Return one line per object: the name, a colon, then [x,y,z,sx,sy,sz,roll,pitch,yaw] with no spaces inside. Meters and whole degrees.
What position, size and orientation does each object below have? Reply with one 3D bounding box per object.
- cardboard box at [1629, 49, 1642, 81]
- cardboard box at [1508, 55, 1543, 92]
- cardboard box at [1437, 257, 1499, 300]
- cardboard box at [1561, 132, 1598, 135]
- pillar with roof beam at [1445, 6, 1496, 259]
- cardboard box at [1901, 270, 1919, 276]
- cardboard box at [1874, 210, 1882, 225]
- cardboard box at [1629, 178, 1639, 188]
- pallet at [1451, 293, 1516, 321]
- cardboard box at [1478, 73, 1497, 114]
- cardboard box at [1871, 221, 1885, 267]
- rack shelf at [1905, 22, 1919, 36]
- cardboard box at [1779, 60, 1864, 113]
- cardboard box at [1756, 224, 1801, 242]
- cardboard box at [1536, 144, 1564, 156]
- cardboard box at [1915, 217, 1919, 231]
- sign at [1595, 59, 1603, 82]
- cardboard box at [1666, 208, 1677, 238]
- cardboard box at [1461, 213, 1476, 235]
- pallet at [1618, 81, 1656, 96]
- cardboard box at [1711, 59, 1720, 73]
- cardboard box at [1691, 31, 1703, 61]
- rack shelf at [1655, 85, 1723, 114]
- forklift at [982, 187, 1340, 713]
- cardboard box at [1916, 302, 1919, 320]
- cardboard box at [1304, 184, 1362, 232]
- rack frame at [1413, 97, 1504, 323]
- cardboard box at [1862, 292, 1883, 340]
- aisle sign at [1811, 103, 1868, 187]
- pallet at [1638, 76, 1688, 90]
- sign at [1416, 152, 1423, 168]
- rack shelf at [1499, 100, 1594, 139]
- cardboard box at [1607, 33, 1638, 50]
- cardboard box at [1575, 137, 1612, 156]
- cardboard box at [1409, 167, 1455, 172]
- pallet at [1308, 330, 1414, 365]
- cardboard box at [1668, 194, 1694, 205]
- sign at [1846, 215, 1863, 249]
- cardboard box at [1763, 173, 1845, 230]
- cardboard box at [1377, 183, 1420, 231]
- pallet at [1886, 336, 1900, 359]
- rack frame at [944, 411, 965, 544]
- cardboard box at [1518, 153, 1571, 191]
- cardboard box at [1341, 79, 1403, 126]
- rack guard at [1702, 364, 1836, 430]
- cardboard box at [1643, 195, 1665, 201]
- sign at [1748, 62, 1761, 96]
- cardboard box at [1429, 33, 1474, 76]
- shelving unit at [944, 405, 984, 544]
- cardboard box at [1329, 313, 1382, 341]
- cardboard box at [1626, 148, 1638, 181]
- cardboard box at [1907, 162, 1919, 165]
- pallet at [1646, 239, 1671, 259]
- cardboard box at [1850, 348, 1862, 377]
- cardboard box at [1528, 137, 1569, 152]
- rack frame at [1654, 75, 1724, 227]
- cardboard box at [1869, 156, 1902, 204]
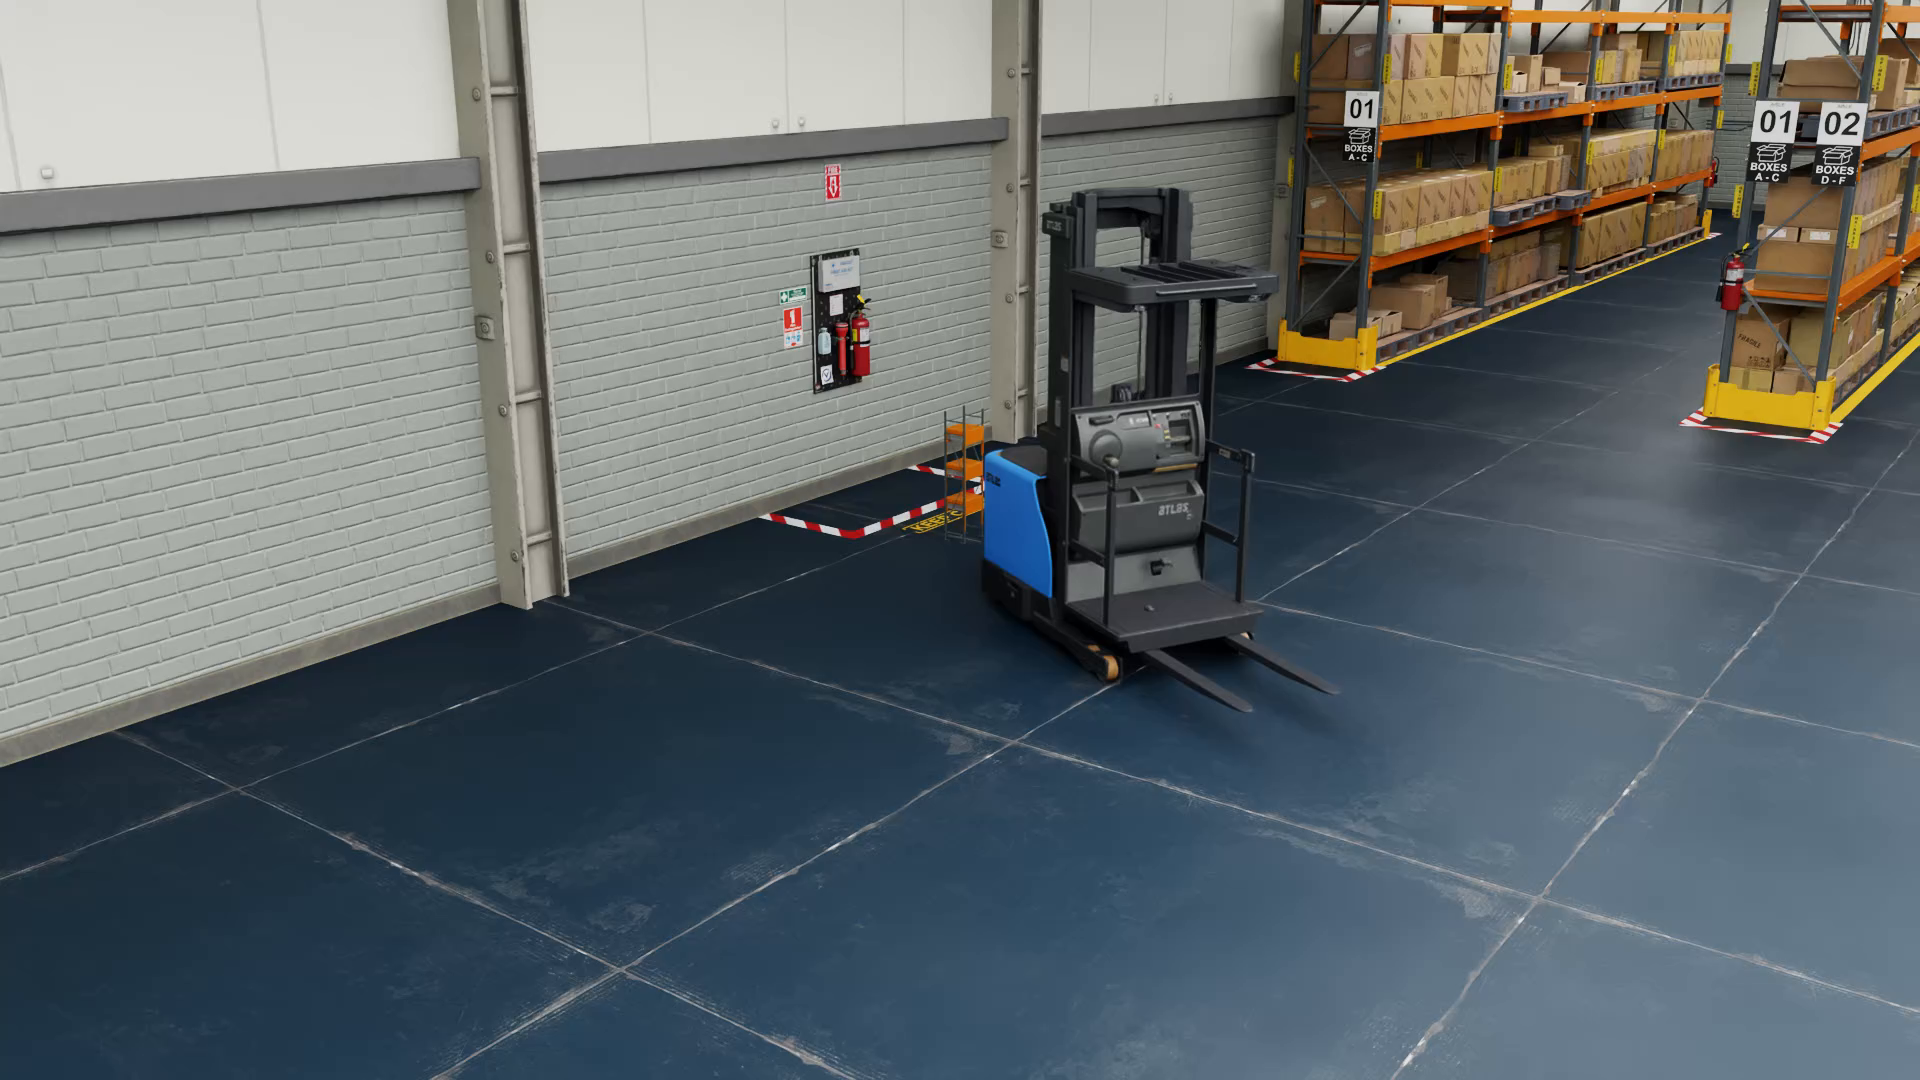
cardboard box: [10.918,-7.915,27.704,0.700,0.500,0.500,11,20,32]
cardboard box: [7.889,-6.600,23.504,0.500,0.500,0.500,12,21,33]
cardboard box: [7.189,-3.704,23.585,0.700,0.500,0.500,13,22,37]
cardboard box: [10.132,-6.539,27.274,0.500,0.250,0.500,12,21,33]
pillar with roof beam: [11.135,-7.409,21.930,9.100,9.000,0.400,12,21,35]
cardboard box: [12.709,-3.449,22.276,0.500,0.311,0.500,12,21,34]
cardboard box: [9.997,-3.587,18.475,0.380,0.149,0.250,13,22,36]
cardboard box: [11.124,-5.982,27.839,0.380,0.149,0.250,12,21,35]
pallet: [7.226,-3.363,23.717,1.003,0.211,1.213,12,21,35]
cardboard box: [6.660,-5.834,21.713,0.500,0.500,0.500,13,22,36]
cardboard box: [10.176,-3.449,19.123,0.700,0.500,0.500,12,21,34]
rack shelf: [14.319,-7.394,23.768,1.077,0.370,4.000,12,21,35]
cardboard box: [8.707,-4.567,16.717,0.797,0.503,0.637,14,22,38]
cardboard box: [8.436,-3.164,17.112,0.380,0.149,0.250,12,21,34]
cardboard box: [8.966,-5.942,25.316,0.380,0.149,0.250,9,20,28]
cardboard box: [12.814,-4.204,22.148,0.380,0.149,0.250,12,21,35]
sign: [9.582,-7.045,24.942,0.100,0.325,0.005,12,21,35]
cardboard box: [12.668,-5.822,30.441,0.700,0.500,0.500,13,21,36]
cardboard box: [6.421,-4.163,21.812,0.500,0.250,0.500,13,21,35]
pallet: [11.024,-7.528,27.694,0.805,0.209,1.217,11,21,33]
cardboard box: [13.691,-8.755,30.697,0.500,0.250,0.500,13,22,36]
cardboard box: [12.772,-8.744,29.398,0.500,0.500,0.500,13,21,35]
rack shelf: [12.722,-7.980,30.037,1.077,0.370,4.000,12,21,35]
forklift: [1.249,-0.664,10.441,1.130,2.935,3.031,-8,19,-24]
cardboard box: [12.404,-3.064,21.980,0.500,0.250,0.500,13,21,36]
cardboard box: [4.491,-4.002,20.028,0.500,0.500,0.500,12,21,34]
rack frame: [6.764,-4.509,22.706,1.000,3.000,0.127,12,21,35]
cardboard box: [10.336,-2.614,19.267,0.500,0.500,0.500,12,21,35]
aisle sign: [8.568,-3.854,16.212,0.394,0.787,0.004,12,21,35]
pallet: [12.026,-7.998,29.032,1.003,0.211,1.213,12,21,35]
sign: [6.316,-5.159,22.847,0.100,0.325,0.005,12,21,35]
rack shelf: [7.955,-6.074,23.902,1.077,0.370,4.000,12,21,35]
cardboard box: [10.901,-8.277,27.605,0.500,0.250,0.500,14,22,39]
cardboard box: [9.944,-6.210,26.215,0.500,0.250,0.500,12,21,34]
cardboard box: [6.316,-4.730,22.372,0.500,0.500,0.500,12,21,33]
pallet: [4.938,-2.430,20.713,1.003,0.211,1.213,12,21,35]
cardboard box: [13.495,-6.376,31.129,0.380,0.149,0.250,13,22,36]
sign: [8.803,-3.034,16.361,0.100,0.325,0.005,12,21,35]
cardboard box: [8.681,-3.471,17.006,0.700,0.500,0.500,13,21,35]
cardboard box: [5.209,-4.029,20.115,0.500,0.500,0.500,12,21,35]
pallet: [11.152,-2.485,20.891,1.003,0.211,1.213,12,21,35]
rack frame: [-0.041,-0.485,13.036,0.200,1.050,0.008,12,21,35]
cardboard box: [8.875,-5.606,25.328,0.700,0.500,0.500,10,20,28]
cardboard box: [4.780,-5.082,19.290,0.500,0.500,0.500,13,22,36]
rack guard: [8.347,-1.482,17.174,1.175,0.500,0.348,12,21,35]
cardboard box: [12.889,-6.323,30.961,0.380,0.149,0.250,13,21,35]
sign: [7.933,-4.599,16.577,0.100,0.325,0.005,12,21,35]
cardboard box: [6.062,-6.050,20.724,0.500,0.500,0.500,12,21,33]
shelving unit: [0.032,-0.514,13.129,0.215,1.050,0.252,12,21,35]
cardboard box: [4.865,-2.631,20.451,0.500,0.311,0.500,10,20,29]
cardboard box: [10.856,-6.218,27.505,0.500,0.500,0.500,12,21,35]
cardboard box: [14.111,-5.190,24.021,0.500,0.500,0.700,-15,23,-40]
pallet: [12.046,-5.250,29.794,1.003,0.211,1.213,12,21,35]
cardboard box: [9.754,-2.015,18.602,0.500,0.250,0.500,12,21,35]
cardboard box: [9.209,-6.173,26.096,0.500,0.250,0.500,13,22,36]
rack frame: [13.914,-7.367,31.910,1.000,3.000,0.127,12,21,35]
cardboard box: [10.485,-4.195,19.339,0.700,0.500,0.500,13,21,35]
